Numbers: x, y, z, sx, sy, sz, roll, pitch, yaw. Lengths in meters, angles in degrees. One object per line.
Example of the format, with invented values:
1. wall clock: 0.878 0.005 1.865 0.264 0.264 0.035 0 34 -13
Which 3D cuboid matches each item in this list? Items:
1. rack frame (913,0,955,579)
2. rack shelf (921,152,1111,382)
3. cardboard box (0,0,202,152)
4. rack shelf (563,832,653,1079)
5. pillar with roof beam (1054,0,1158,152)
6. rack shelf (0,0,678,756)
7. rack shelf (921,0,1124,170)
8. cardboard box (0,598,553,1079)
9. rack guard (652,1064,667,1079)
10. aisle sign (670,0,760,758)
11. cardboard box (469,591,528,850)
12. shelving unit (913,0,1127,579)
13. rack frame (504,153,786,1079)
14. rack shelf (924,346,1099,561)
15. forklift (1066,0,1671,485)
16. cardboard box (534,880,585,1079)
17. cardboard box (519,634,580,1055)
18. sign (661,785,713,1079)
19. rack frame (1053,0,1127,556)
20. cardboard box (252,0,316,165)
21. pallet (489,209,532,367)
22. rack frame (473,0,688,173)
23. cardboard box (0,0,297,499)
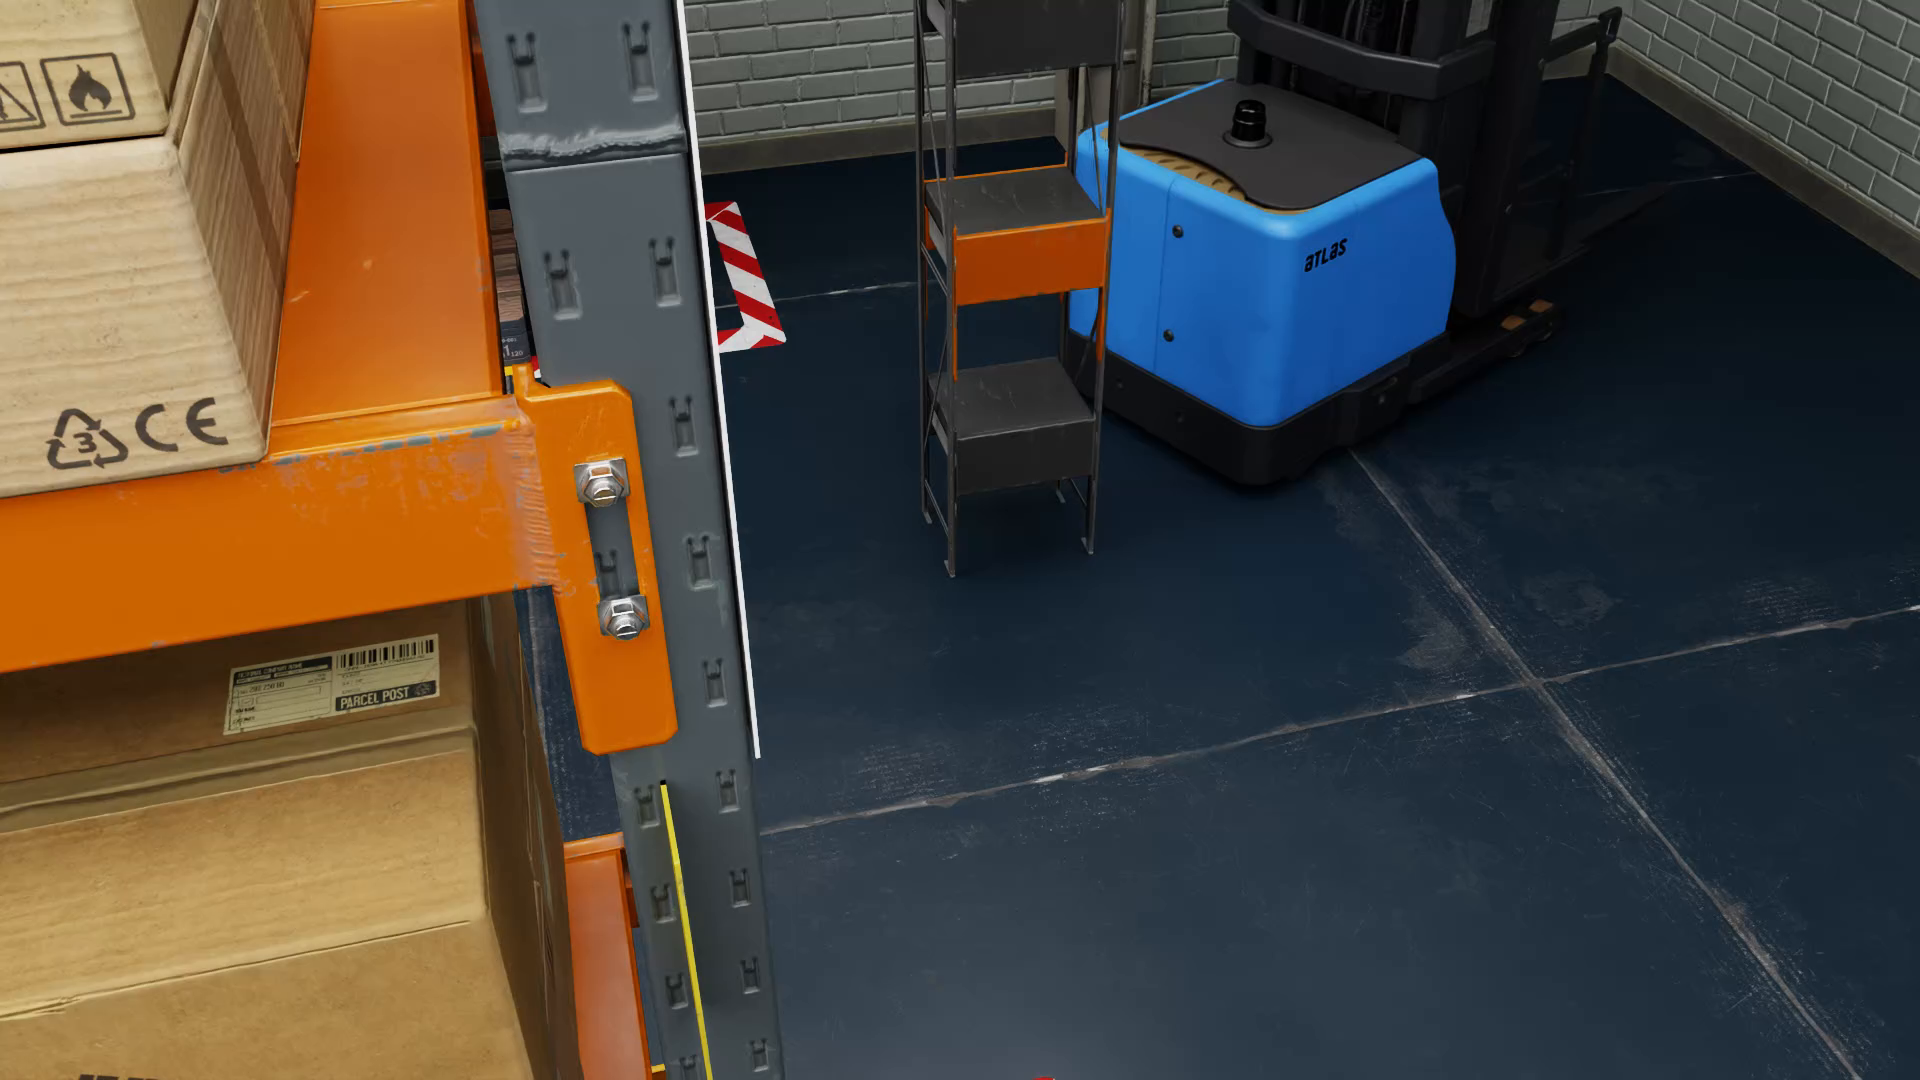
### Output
1. rack frame: -0.076 -0.822 5.096 0.015 2.100 0.400 -9 38 -12
2. rack shelf: 0.160 -0.849 5.155 0.480 0.518 0.431 -9 38 -12
3. cardboard box: -0.812 -0.464 1.130 0.500 0.250 0.500 -9 38 -12
4. rack shelf: -2.313 1.238 2.254 4.000 0.370 1.077 -9 38 -12
5. pillar with roof beam: 1.826 -3.062 2.346 0.400 9.000 9.100 -9 38 -12
6. rack shelf: -2.313 0.047 1.343 4.000 0.370 1.077 -9 38 -12
7. rack shelf: 0.160 -1.405 4.729 0.480 0.518 0.431 -9 38 -12
8. cardboard box: -0.741 0.431 1.813 0.500 0.500 0.500 -10 38 -12
9. rack guard: -0.456 1.641 3.194 0.348 0.500 1.175 -9 38 -12
10. aisle sign: -0.237 -0.228 1.439 0.004 0.787 0.394 -9 38 -12
11. cardboard box: -0.880 0.115 2.226 0.500 0.500 0.500 -8 38 -11
12. shelving unit: 0.160 -0.860 5.146 0.503 2.100 0.431 -9 38 -12
13. rack frame: -0.383 0.636 2.450 0.127 3.000 1.000 -9 38 -12
14. rack shelf: 0.160 -0.293 5.580 0.480 0.518 0.431 -9 38 -12
15. forklift: 1.832 -2.118 6.106 3.031 2.935 1.130 -28 45 -32
16. cardboard box: -0.744 0.827 2.118 0.500 0.500 0.500 -8 38 -11
17. cardboard box: -0.880 0.512 2.530 0.500 0.500 0.500 -9 38 -11
18. sign: -0.257 0.379 1.573 0.005 0.325 0.100 -9 38 -12
19. rack frame: 0.395 -0.899 5.197 0.015 2.100 0.400 -9 38 -12
20. cardboard box: -0.945 -0.564 1.673 0.500 0.250 0.500 -9 38 -12
21. pallet: -2.429 -0.989 6.869 1.213 0.211 1.003 -9 38 -12
22. rack frame: -0.383 -1.747 0.627 0.127 3.000 1.000 -9 38 -12
23. cardboard box: -0.810 -0.260 1.276 0.500 0.250 0.500 -9 38 -12
